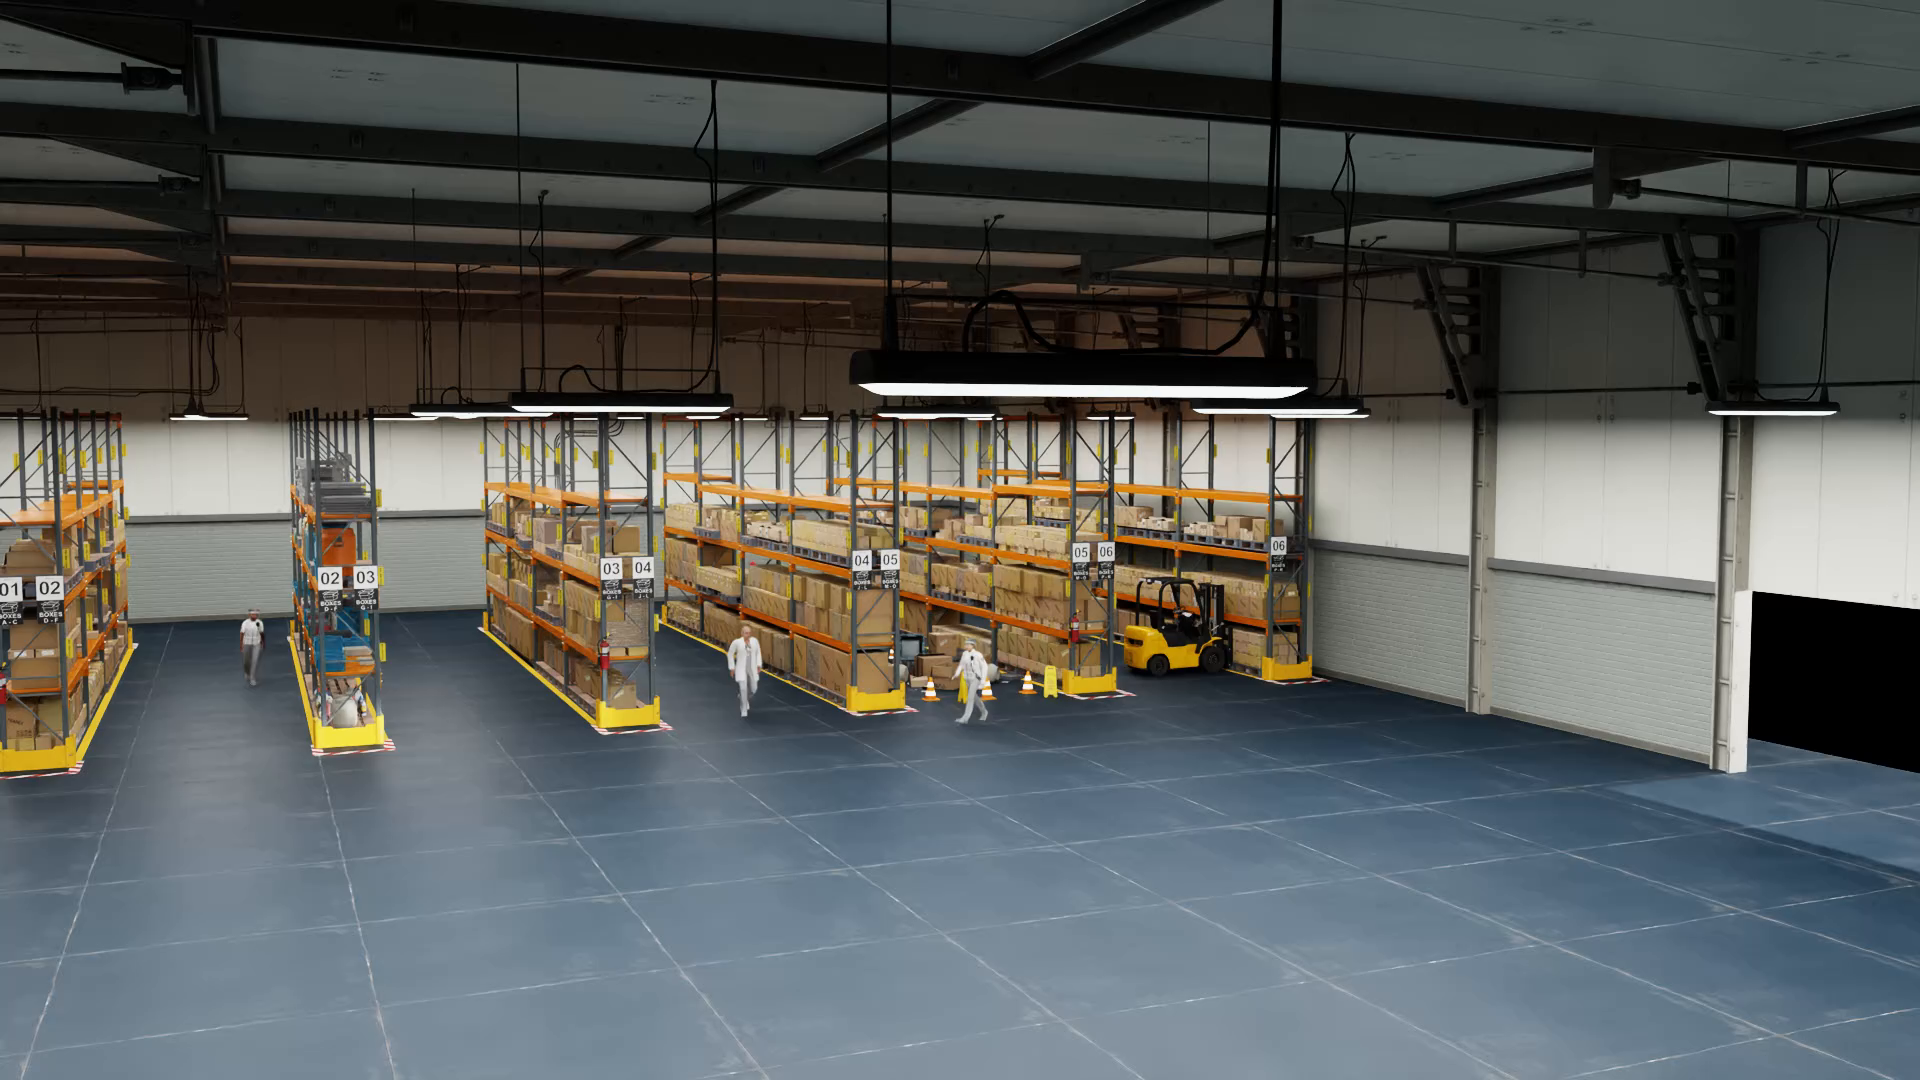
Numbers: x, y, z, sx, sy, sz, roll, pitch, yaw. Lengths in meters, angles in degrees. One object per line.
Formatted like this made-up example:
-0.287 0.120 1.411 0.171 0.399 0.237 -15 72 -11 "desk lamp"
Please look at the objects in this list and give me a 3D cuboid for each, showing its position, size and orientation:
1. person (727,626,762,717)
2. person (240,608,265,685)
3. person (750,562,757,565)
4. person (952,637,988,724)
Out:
-4.264 2.557 32.790 0.667 1.763 0.752 -2 5 -29 "person"
-15.653 2.335 36.796 0.538 1.671 0.786 -2 5 -28 "person"
-5.916 1.497 47.394 0.557 1.782 0.427 -1 4 -17 "person"
0.208 2.682 31.745 1.001 1.678 0.539 -3 5 -41 "person"
